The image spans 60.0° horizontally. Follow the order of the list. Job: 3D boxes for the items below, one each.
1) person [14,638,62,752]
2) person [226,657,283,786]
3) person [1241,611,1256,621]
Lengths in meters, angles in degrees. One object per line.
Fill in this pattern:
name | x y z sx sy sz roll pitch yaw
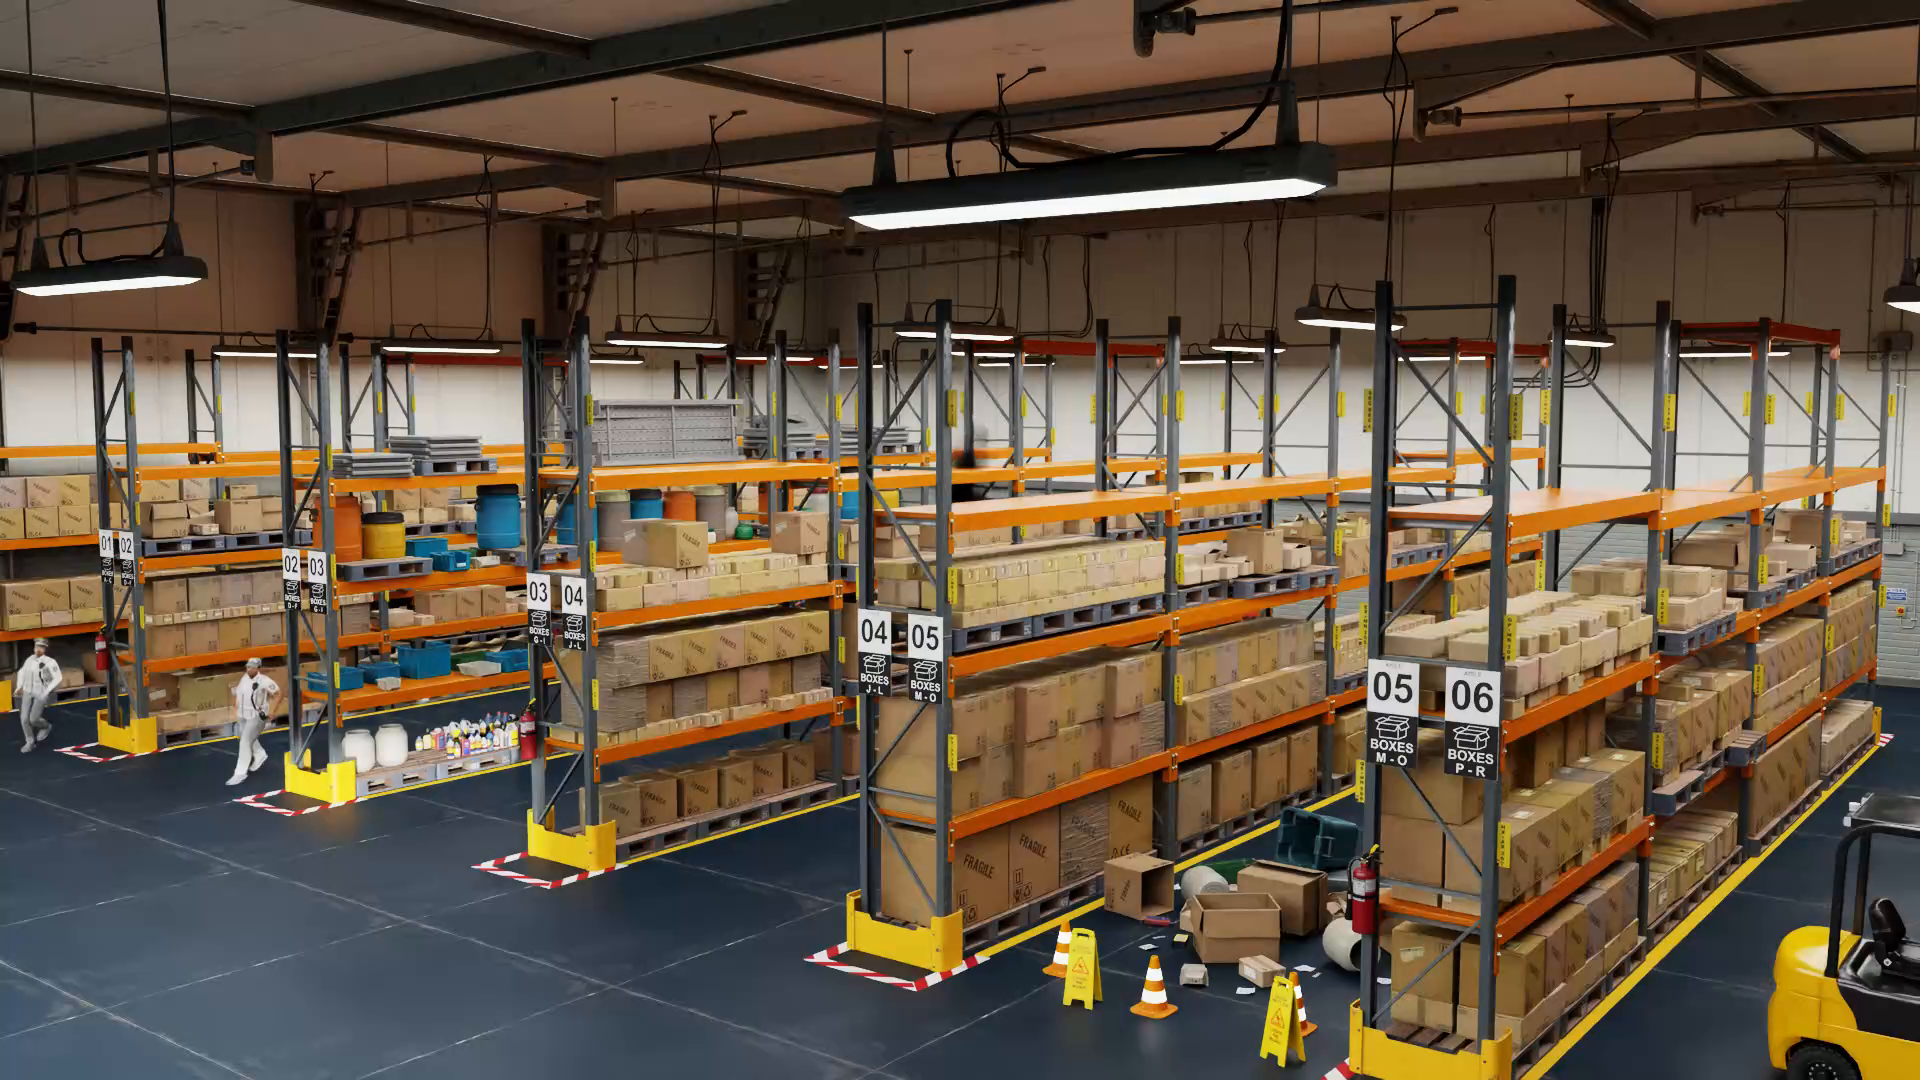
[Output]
person | -13.483 2.242 24.315 0.620 1.659 0.544 0 5 2
person | -9.480 2.396 22.358 0.696 1.676 0.859 2 5 22
person | 4.173 1.907 24.060 0.656 1.797 0.885 3 6 34
